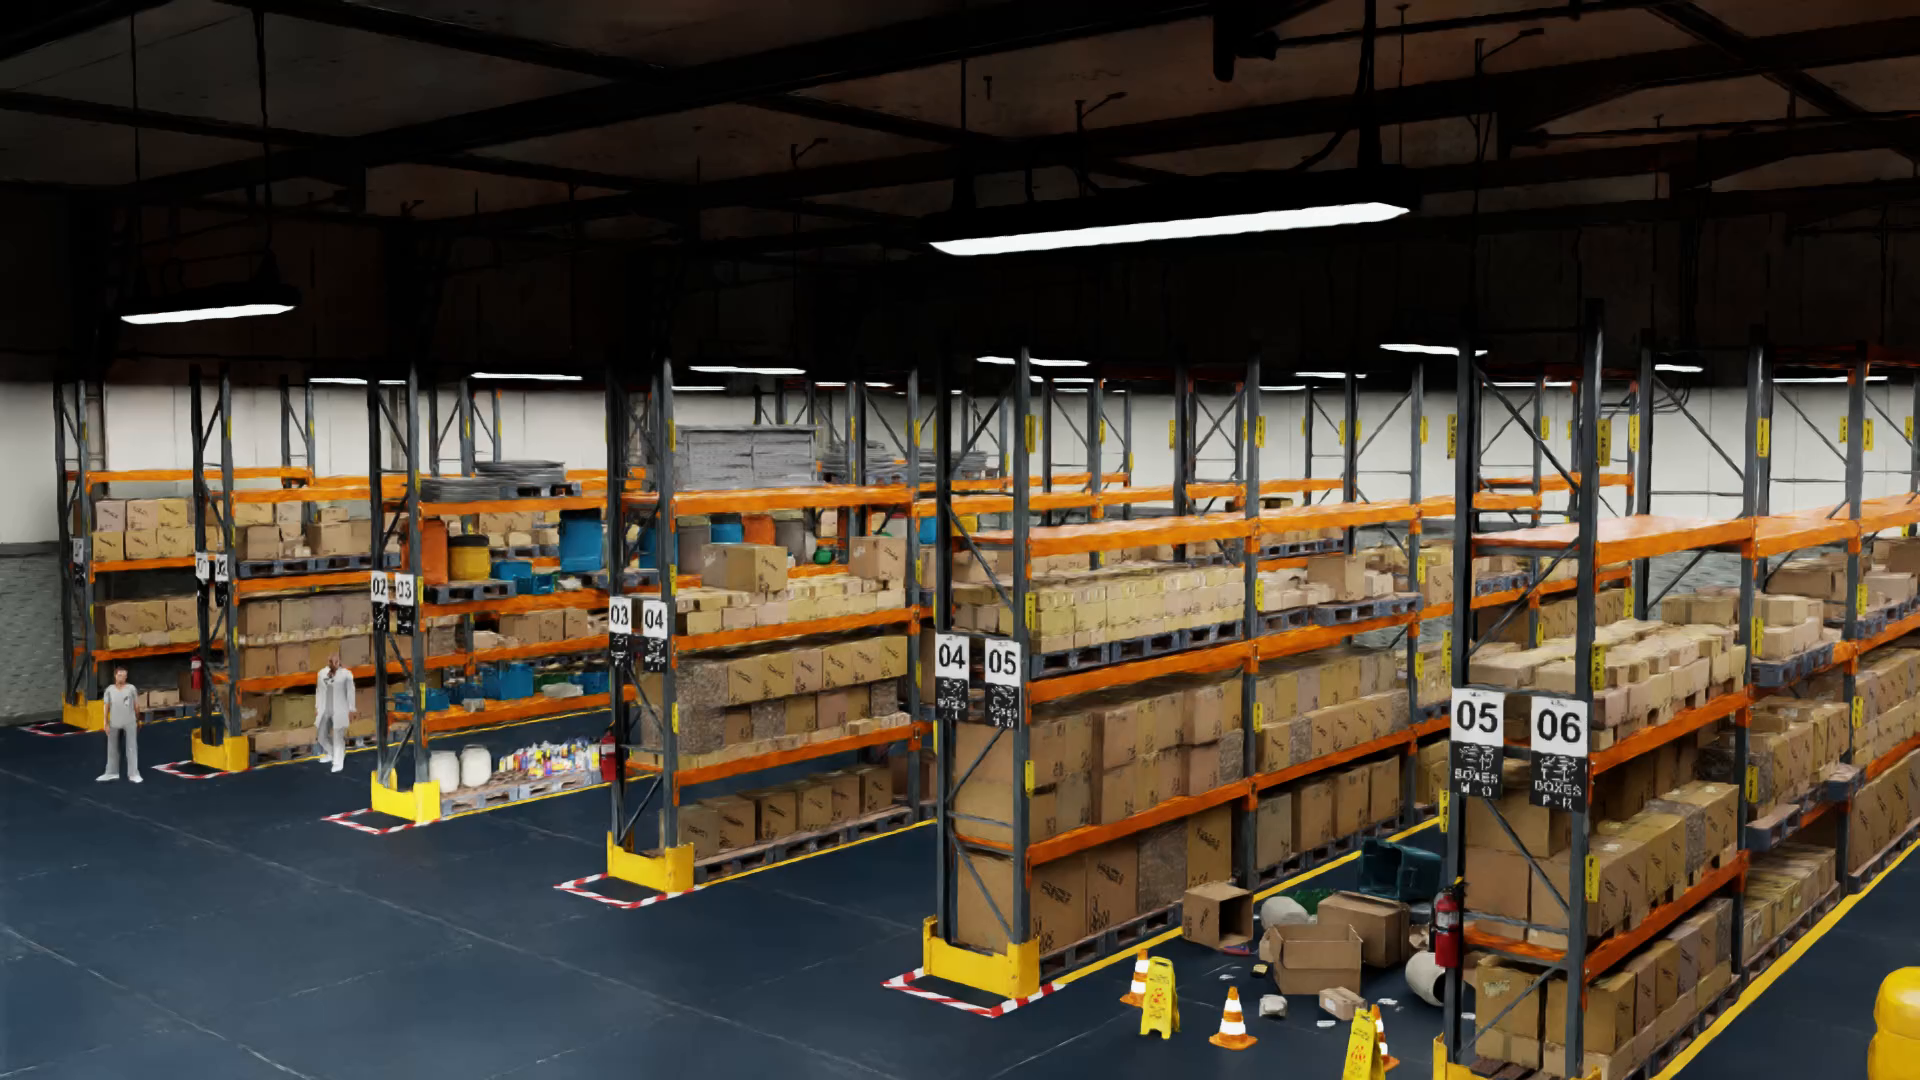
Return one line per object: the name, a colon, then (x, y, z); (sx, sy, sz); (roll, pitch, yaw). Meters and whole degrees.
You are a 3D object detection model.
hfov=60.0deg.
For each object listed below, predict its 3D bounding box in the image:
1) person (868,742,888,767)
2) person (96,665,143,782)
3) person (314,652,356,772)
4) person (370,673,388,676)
person: (-1.185, 2.668, 23.496); (0.598, 1.618, 0.507); (3, 5, 39)
person: (-12.007, 2.619, 23.715); (0.642, 1.672, 0.431); (-1, 4, -20)
person: (-9.217, 2.511, 24.566); (0.618, 1.771, 0.569); (0, 4, 5)
person: (-10.266, 2.187, 29.514); (0.719, 1.714, 0.578); (3, 5, 39)
